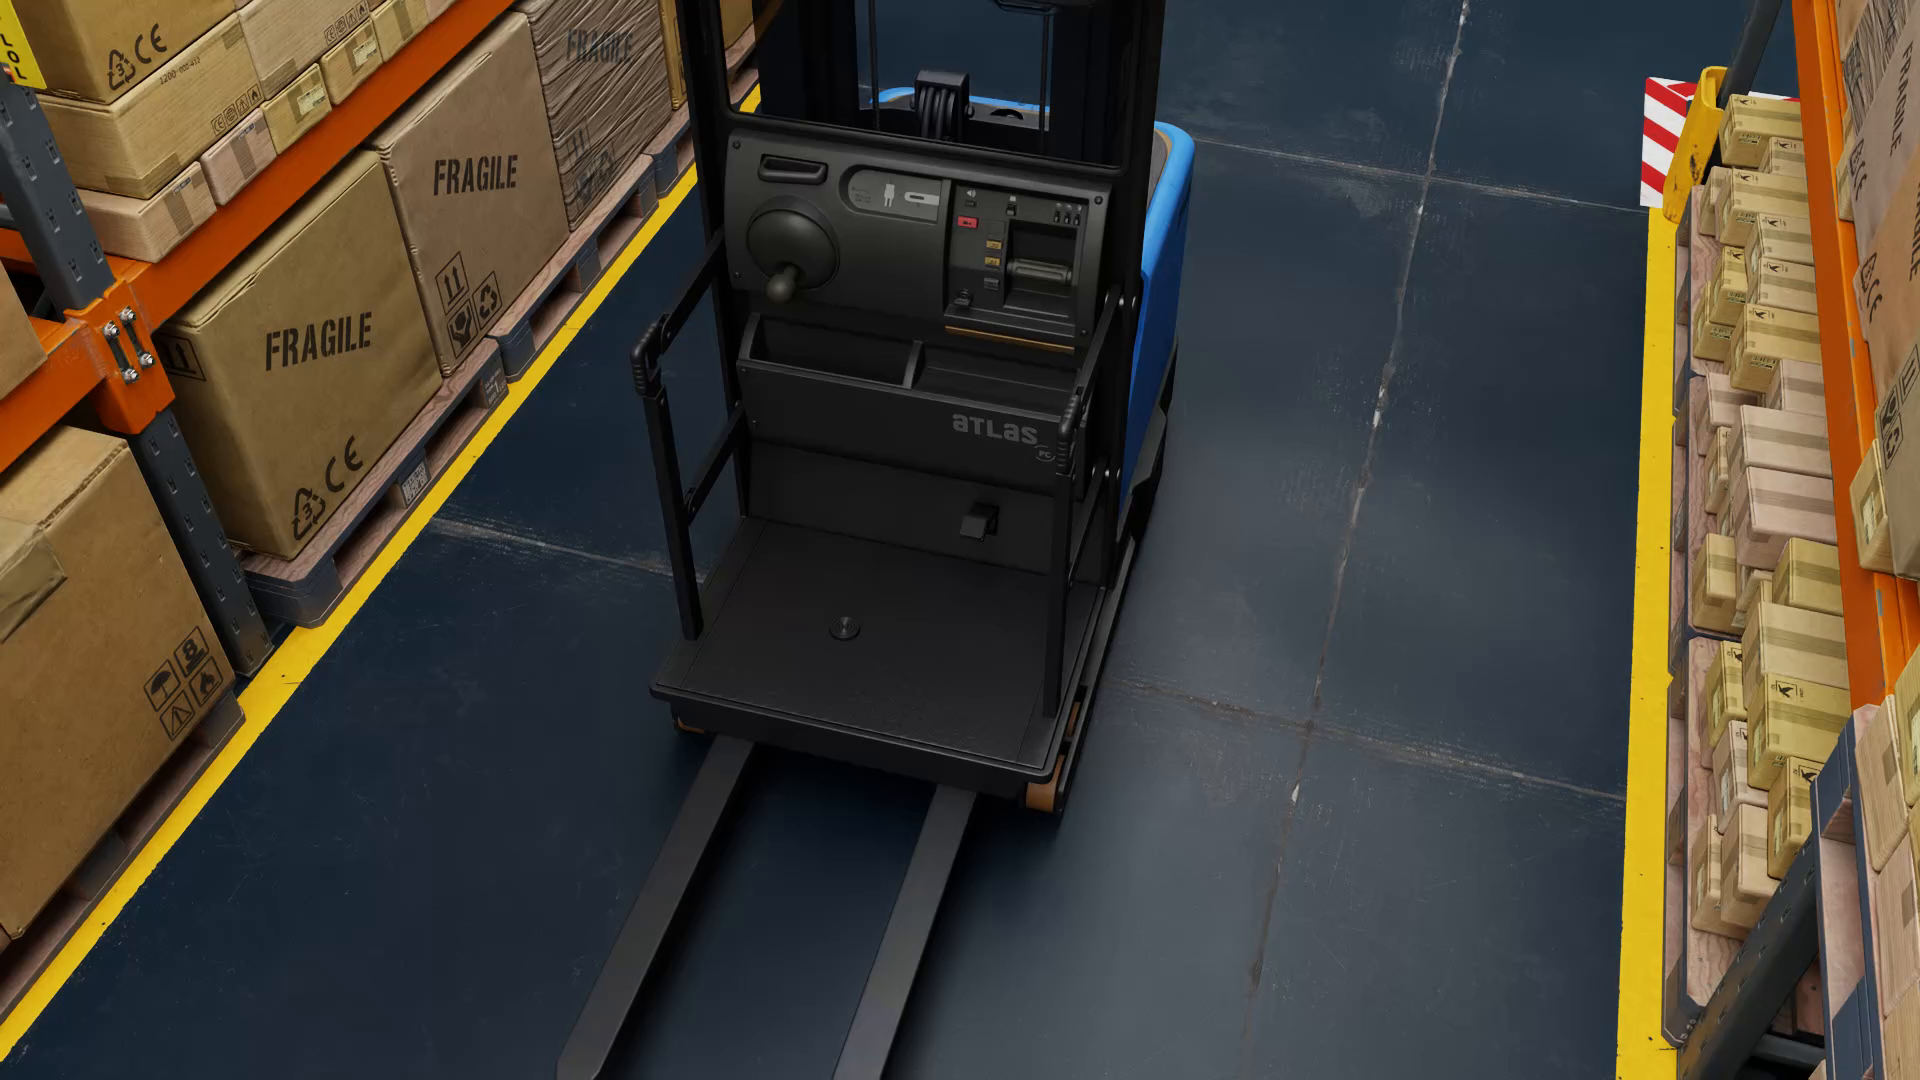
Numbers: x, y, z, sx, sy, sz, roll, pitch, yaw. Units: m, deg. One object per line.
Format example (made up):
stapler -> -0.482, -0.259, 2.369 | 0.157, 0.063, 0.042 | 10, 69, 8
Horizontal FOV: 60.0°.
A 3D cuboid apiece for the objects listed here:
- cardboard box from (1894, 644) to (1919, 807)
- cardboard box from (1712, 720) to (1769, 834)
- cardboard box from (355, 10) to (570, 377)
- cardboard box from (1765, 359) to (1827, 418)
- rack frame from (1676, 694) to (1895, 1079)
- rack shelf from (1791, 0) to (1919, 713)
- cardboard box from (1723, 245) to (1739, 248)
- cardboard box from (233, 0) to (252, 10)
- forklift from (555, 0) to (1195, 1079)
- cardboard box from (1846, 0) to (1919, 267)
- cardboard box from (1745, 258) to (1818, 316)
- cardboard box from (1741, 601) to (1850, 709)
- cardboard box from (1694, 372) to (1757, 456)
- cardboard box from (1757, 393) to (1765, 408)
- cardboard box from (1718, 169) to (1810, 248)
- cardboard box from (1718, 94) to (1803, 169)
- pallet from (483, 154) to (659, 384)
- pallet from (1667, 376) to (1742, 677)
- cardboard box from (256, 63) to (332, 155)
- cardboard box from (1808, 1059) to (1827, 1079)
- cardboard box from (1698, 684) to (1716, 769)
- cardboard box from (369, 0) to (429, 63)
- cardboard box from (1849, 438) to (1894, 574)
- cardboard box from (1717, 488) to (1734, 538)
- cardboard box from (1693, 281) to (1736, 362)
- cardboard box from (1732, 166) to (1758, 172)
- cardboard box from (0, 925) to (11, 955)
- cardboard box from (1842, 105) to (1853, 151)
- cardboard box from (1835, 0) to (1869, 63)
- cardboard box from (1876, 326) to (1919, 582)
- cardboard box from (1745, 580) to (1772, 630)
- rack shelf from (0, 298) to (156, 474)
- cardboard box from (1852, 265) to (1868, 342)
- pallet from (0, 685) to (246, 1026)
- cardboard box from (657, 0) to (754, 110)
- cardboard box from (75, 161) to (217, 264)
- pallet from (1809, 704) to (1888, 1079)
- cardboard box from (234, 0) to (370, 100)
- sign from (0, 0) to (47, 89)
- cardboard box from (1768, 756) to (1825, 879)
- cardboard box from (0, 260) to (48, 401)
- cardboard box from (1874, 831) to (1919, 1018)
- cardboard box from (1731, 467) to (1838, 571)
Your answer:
cardboard box -> 1.621, 0.304, 2.462 | 0.380, 0.149, 0.250 | 13, 46, 13
cardboard box -> 2.041, 0.607, 4.010 | 0.380, 0.149, 0.250 | 11, 45, 11
cardboard box -> -1.969, -1.226, 5.578 | 0.875, 0.875, 0.875 | 13, 46, 13
cardboard box -> 2.543, -0.358, 4.784 | 0.380, 0.149, 0.250 | 13, 46, 13
rack frame -> 2.179, 0.305, 2.794 | 1.000, 3.000, 0.127 | 13, 46, 13
rack shelf -> 2.784, -0.771, 4.408 | 1.077, 0.370, 4.000 | 13, 46, 13
cardboard box -> 2.925, -1.019, 5.885 | 0.380, 0.149, 0.250 | 12, 46, 12
cardboard box -> -1.973, -1.725, 4.227 | 0.500, 0.500, 0.500 | 13, 46, 13
forklift -> -0.170, -0.624, 3.792 | 1.130, 2.935, 3.031 | 11, 45, 11
cardboard box -> 2.366, -0.896, 3.737 | 0.500, 0.500, 0.500 | 12, 46, 12
cardboard box -> 2.651, -0.712, 5.146 | 0.380, 0.149, 0.250 | 14, 46, 14
cardboard box -> 2.146, 0.323, 4.088 | 0.380, 0.149, 0.250 | 12, 46, 12
cardboard box -> 2.530, -0.367, 5.219 | 0.380, 0.149, 0.250 | 10, 45, 11
cardboard box -> 2.646, -0.417, 5.057 | 0.380, 0.149, 0.250 | 15, 46, 15
cardboard box -> 2.740, -1.078, 5.519 | 0.380, 0.149, 0.250 | 12, 46, 12
cardboard box -> 2.907, -1.428, 5.877 | 0.380, 0.149, 0.250 | 11, 45, 11
pallet -> -1.845, -1.122, 6.246 | 1.003, 0.211, 1.213 | 13, 46, 12
pallet -> 2.716, 0.031, 5.068 | 1.003, 0.211, 1.213 | 13, 46, 13
cardboard box -> -1.953, -1.201, 4.512 | 0.380, 0.149, 0.250 | 14, 46, 14
cardboard box -> 1.703, 1.217, 2.813 | 0.500, 0.250, 0.500 | 11, 45, 11
cardboard box -> 2.150, 0.495, 4.338 | 0.380, 0.149, 0.250 | 11, 45, 11
cardboard box -> -1.797, -1.547, 4.866 | 0.380, 0.149, 0.250 | 12, 46, 12
cardboard box -> 2.016, -0.040, 3.326 | 0.380, 0.149, 0.250 | 11, 46, 11
cardboard box -> 2.429, -0.009, 4.853 | 0.380, 0.149, 0.250 | 13, 46, 13
cardboard box -> 2.674, -0.705, 5.564 | 0.380, 0.149, 0.250 | 13, 46, 13
cardboard box -> 2.987, -1.304, 5.963 | 0.380, 0.149, 0.250 | 14, 46, 14
cardboard box -> -2.962, 0.823, 3.483 | 1.225, 0.875, 0.875 | 11, 45, 11
cardboard box -> 2.556, -1.074, 4.383 | 0.380, 0.149, 0.250 | 14, 46, 14
cardboard box -> 2.693, -1.577, 4.432 | 0.500, 0.500, 0.500 | 13, 46, 13
cardboard box -> 2.056, -0.219, 3.045 | 0.500, 0.500, 0.500 | 13, 46, 13
cardboard box -> 2.275, 0.279, 4.346 | 0.380, 0.149, 0.250 | 13, 46, 13
rack shelf -> -3.124, 0.777, 2.825 | 1.077, 0.370, 4.000 | 13, 46, 13
cardboard box -> 2.309, -0.559, 3.857 | 0.380, 0.149, 0.250 | 11, 45, 11
pallet -> -2.680, 0.714, 4.369 | 1.003, 0.211, 1.213 | 13, 46, 13
cardboard box -> -1.424, -2.426, 6.804 | 0.875, 0.875, 0.875 | 13, 46, 13
cardboard box -> -2.111, -0.850, 4.153 | 0.380, 0.149, 0.250 | 13, 46, 13
pallet -> 1.808, 0.852, 2.372 | 1.003, 0.211, 1.213 | 13, 46, 13
cardboard box -> -1.971, -1.454, 4.485 | 0.500, 0.250, 0.500 | 12, 46, 12
sign -> -1.998, -1.090, 3.448 | 0.100, 0.325, 0.005 | 13, 46, 13
cardboard box -> 2.038, 0.669, 3.734 | 0.380, 0.149, 0.250 | 14, 46, 14
cardboard box -> -2.399, -0.479, 3.523 | 0.500, 0.500, 0.500 | 13, 46, 13
cardboard box -> 1.543, 0.596, 2.376 | 0.380, 0.149, 0.250 | 13, 46, 13
cardboard box -> 2.293, -0.034, 4.453 | 0.380, 0.149, 0.250 | 10, 45, 11
